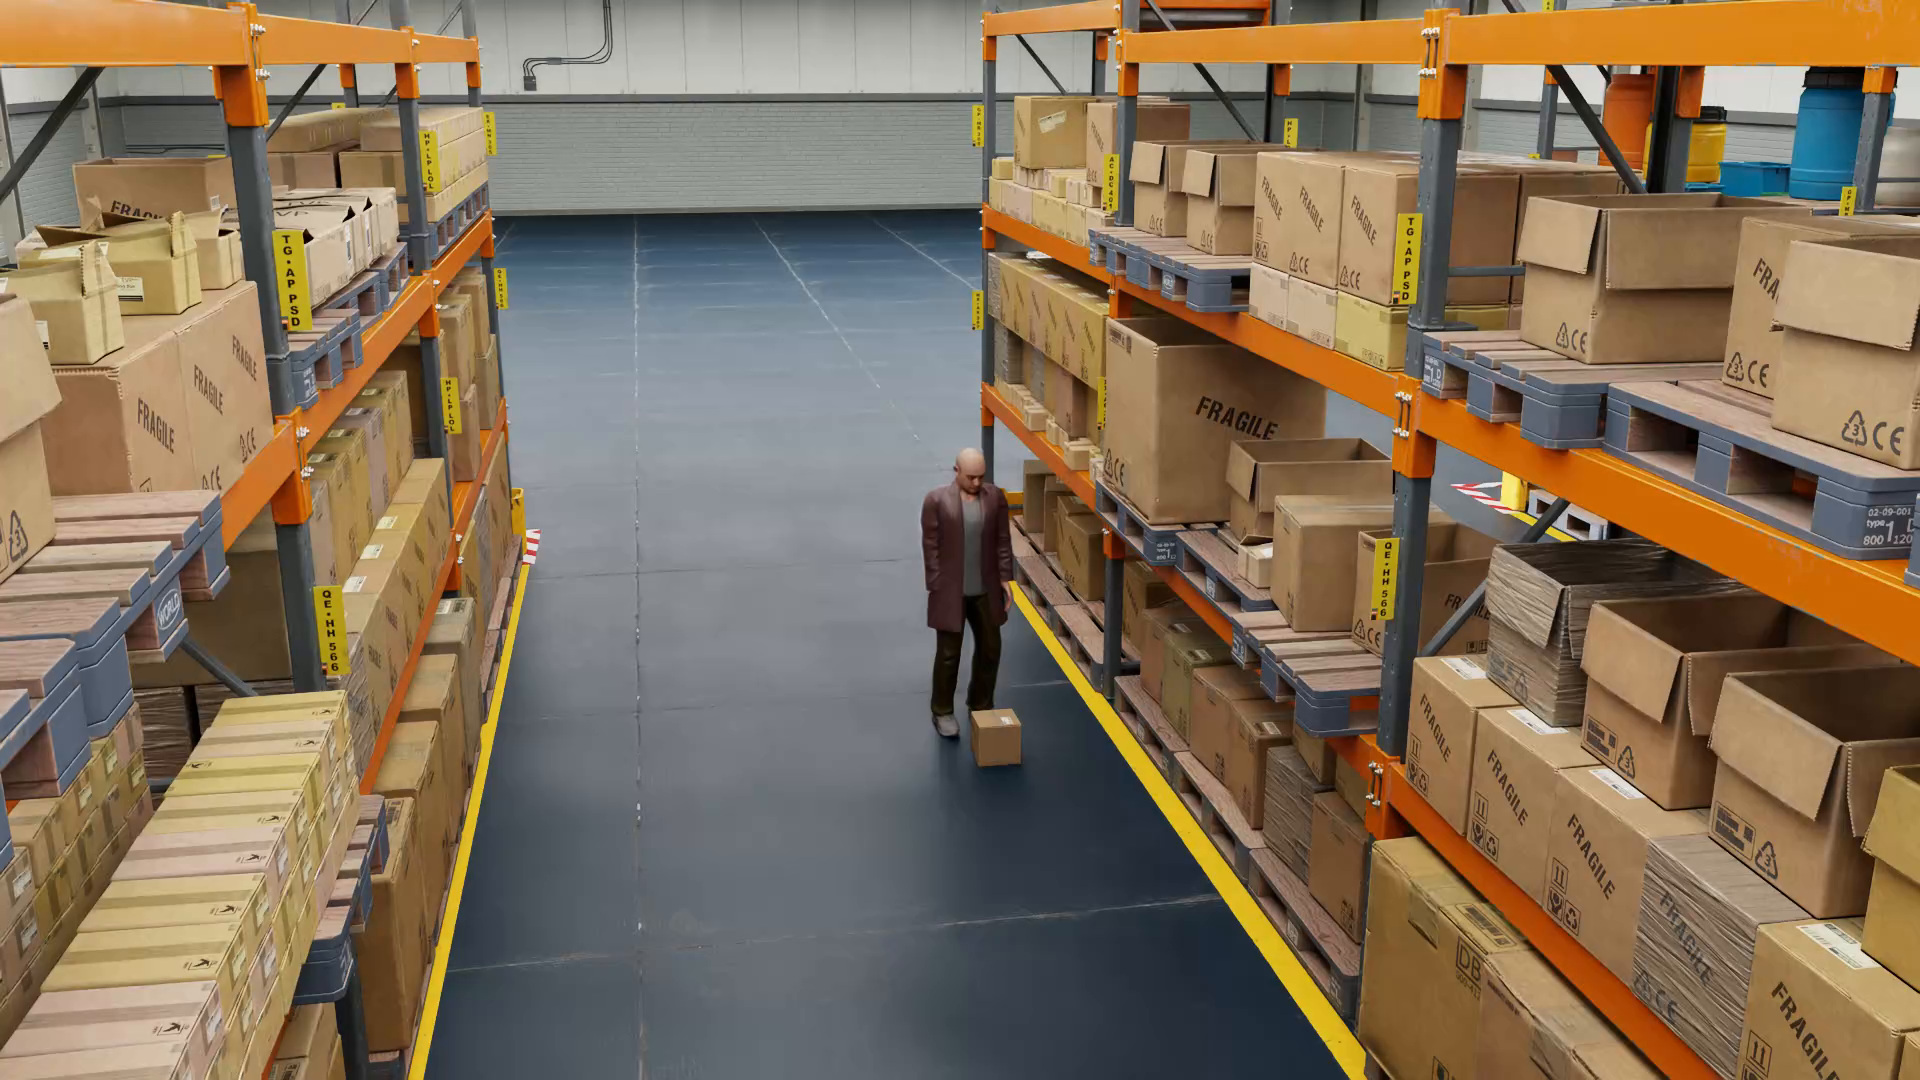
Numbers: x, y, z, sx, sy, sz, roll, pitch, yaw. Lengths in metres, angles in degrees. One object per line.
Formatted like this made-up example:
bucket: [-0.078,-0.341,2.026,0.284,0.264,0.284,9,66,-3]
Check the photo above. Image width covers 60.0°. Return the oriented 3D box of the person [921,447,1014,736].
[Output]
person: [0.059,0.303,10.050,0.567,1.770,0.378,-5,17,-18]
